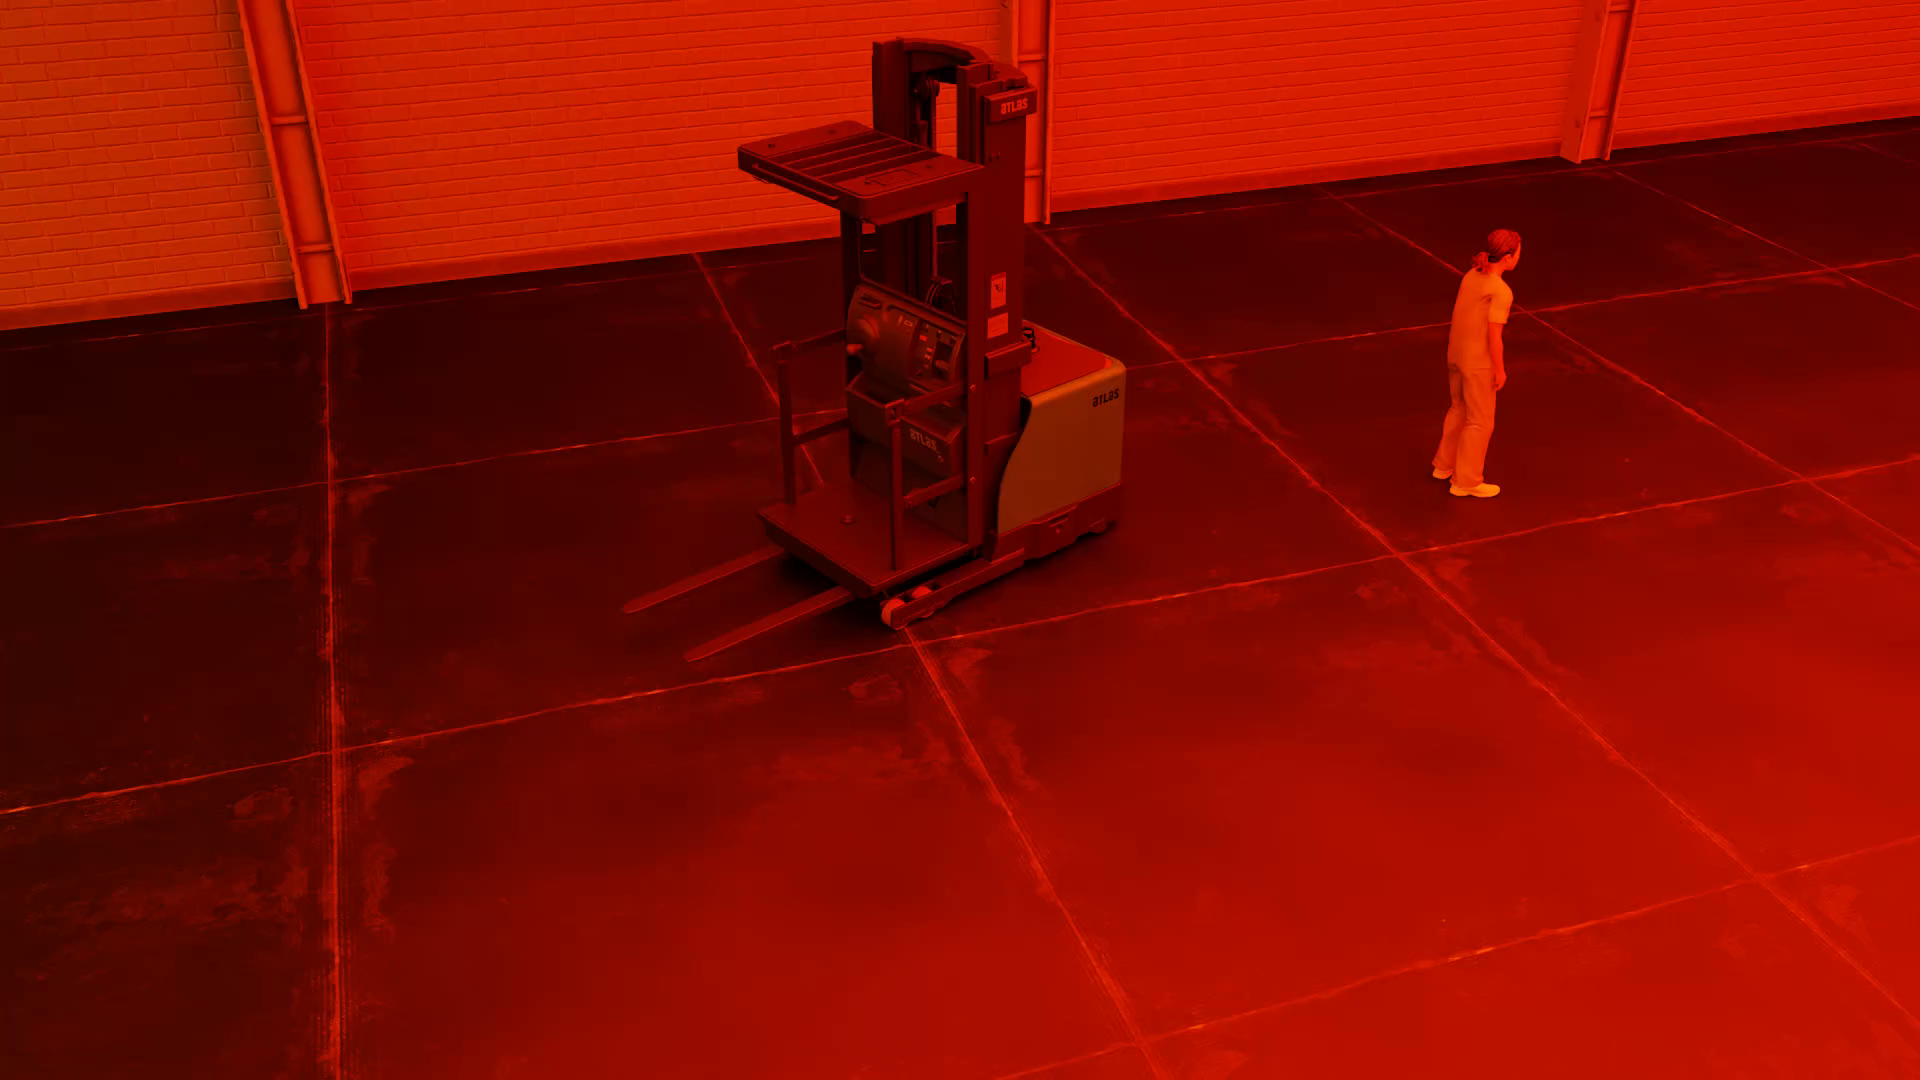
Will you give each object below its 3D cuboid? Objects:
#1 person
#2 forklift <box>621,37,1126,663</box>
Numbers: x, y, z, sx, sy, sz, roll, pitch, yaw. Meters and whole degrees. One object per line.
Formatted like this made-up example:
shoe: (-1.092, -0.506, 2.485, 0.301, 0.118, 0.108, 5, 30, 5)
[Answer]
person: (3.196, -1.100, 10.262, 0.353, 1.673, 0.504, -7, 31, -11)
forklift: (-0.461, -1.072, 8.951, 3.031, 2.935, 1.130, -23, 37, -34)
